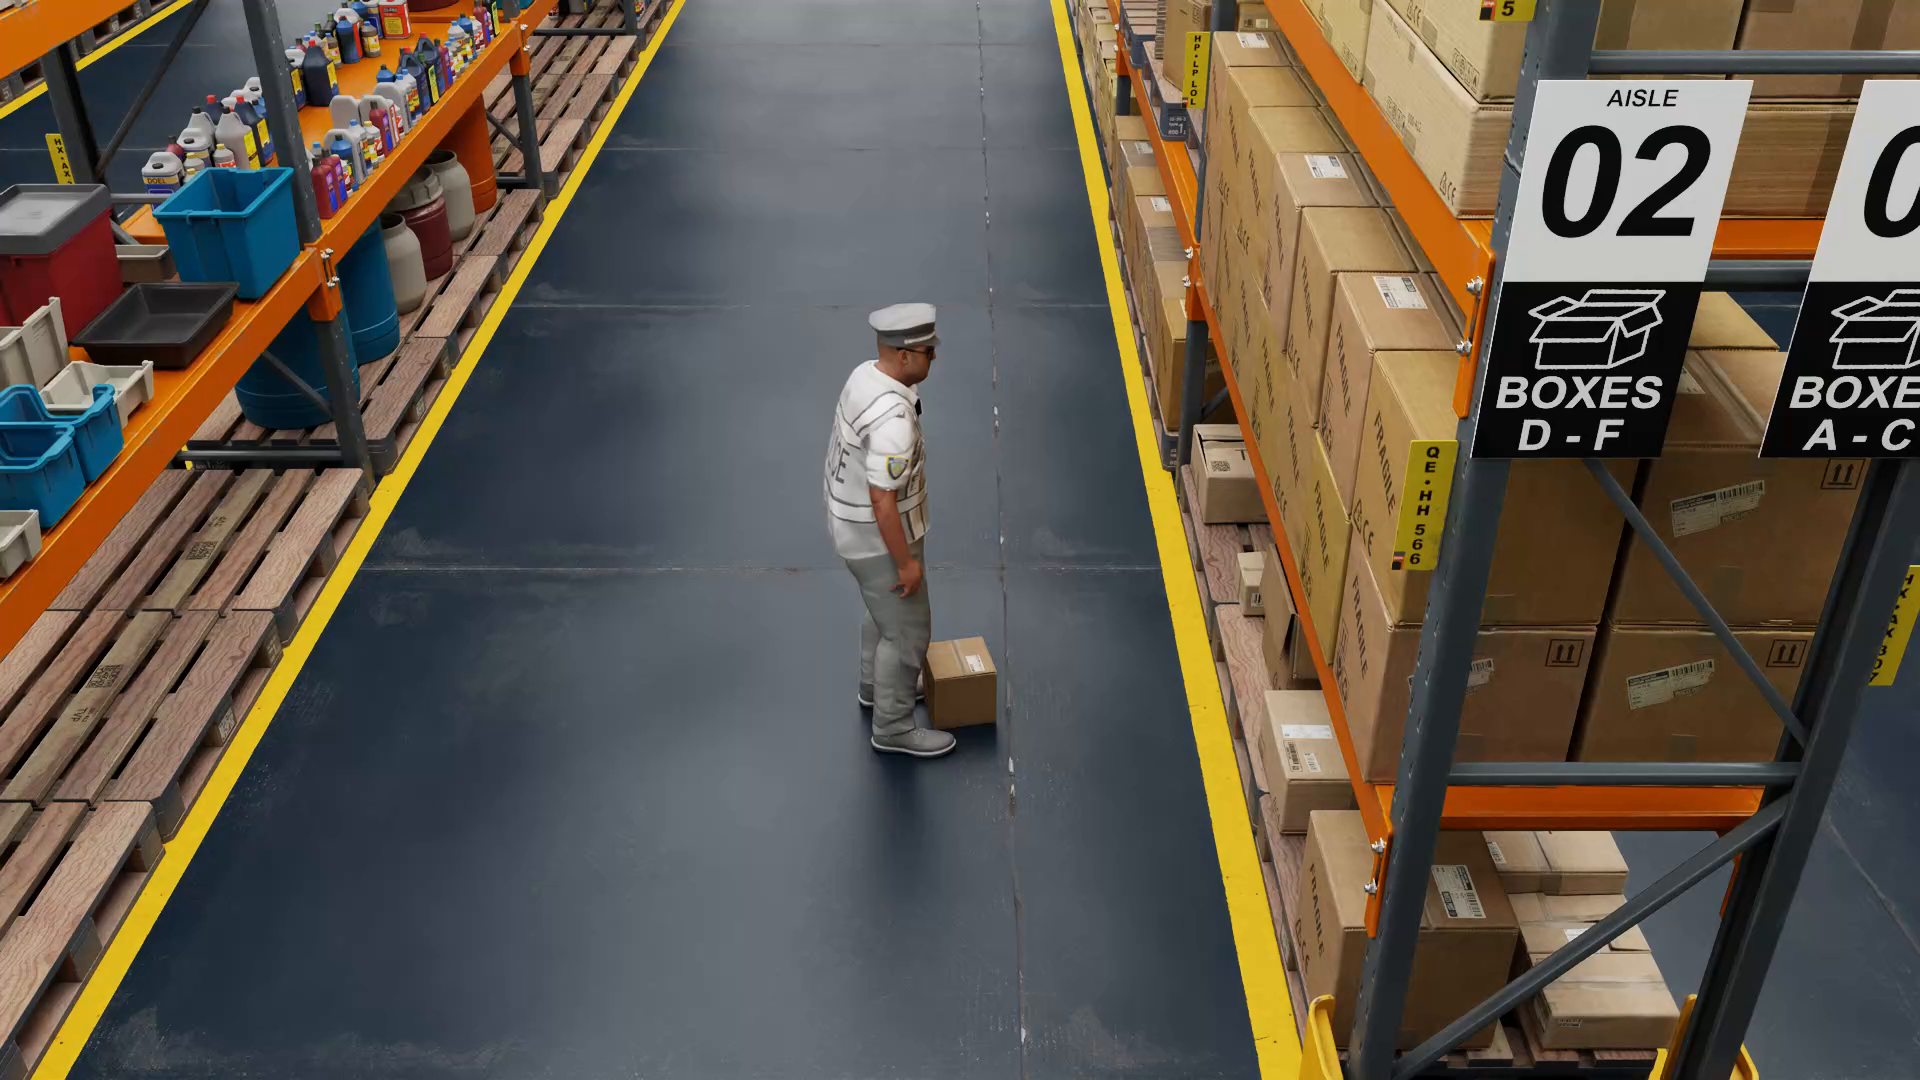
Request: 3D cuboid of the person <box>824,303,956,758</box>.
[{"bbox_3d":[-0.272,-0.036,6.186,0.439,1.747,0.585,-5,32,-9],"label":"person"}]
